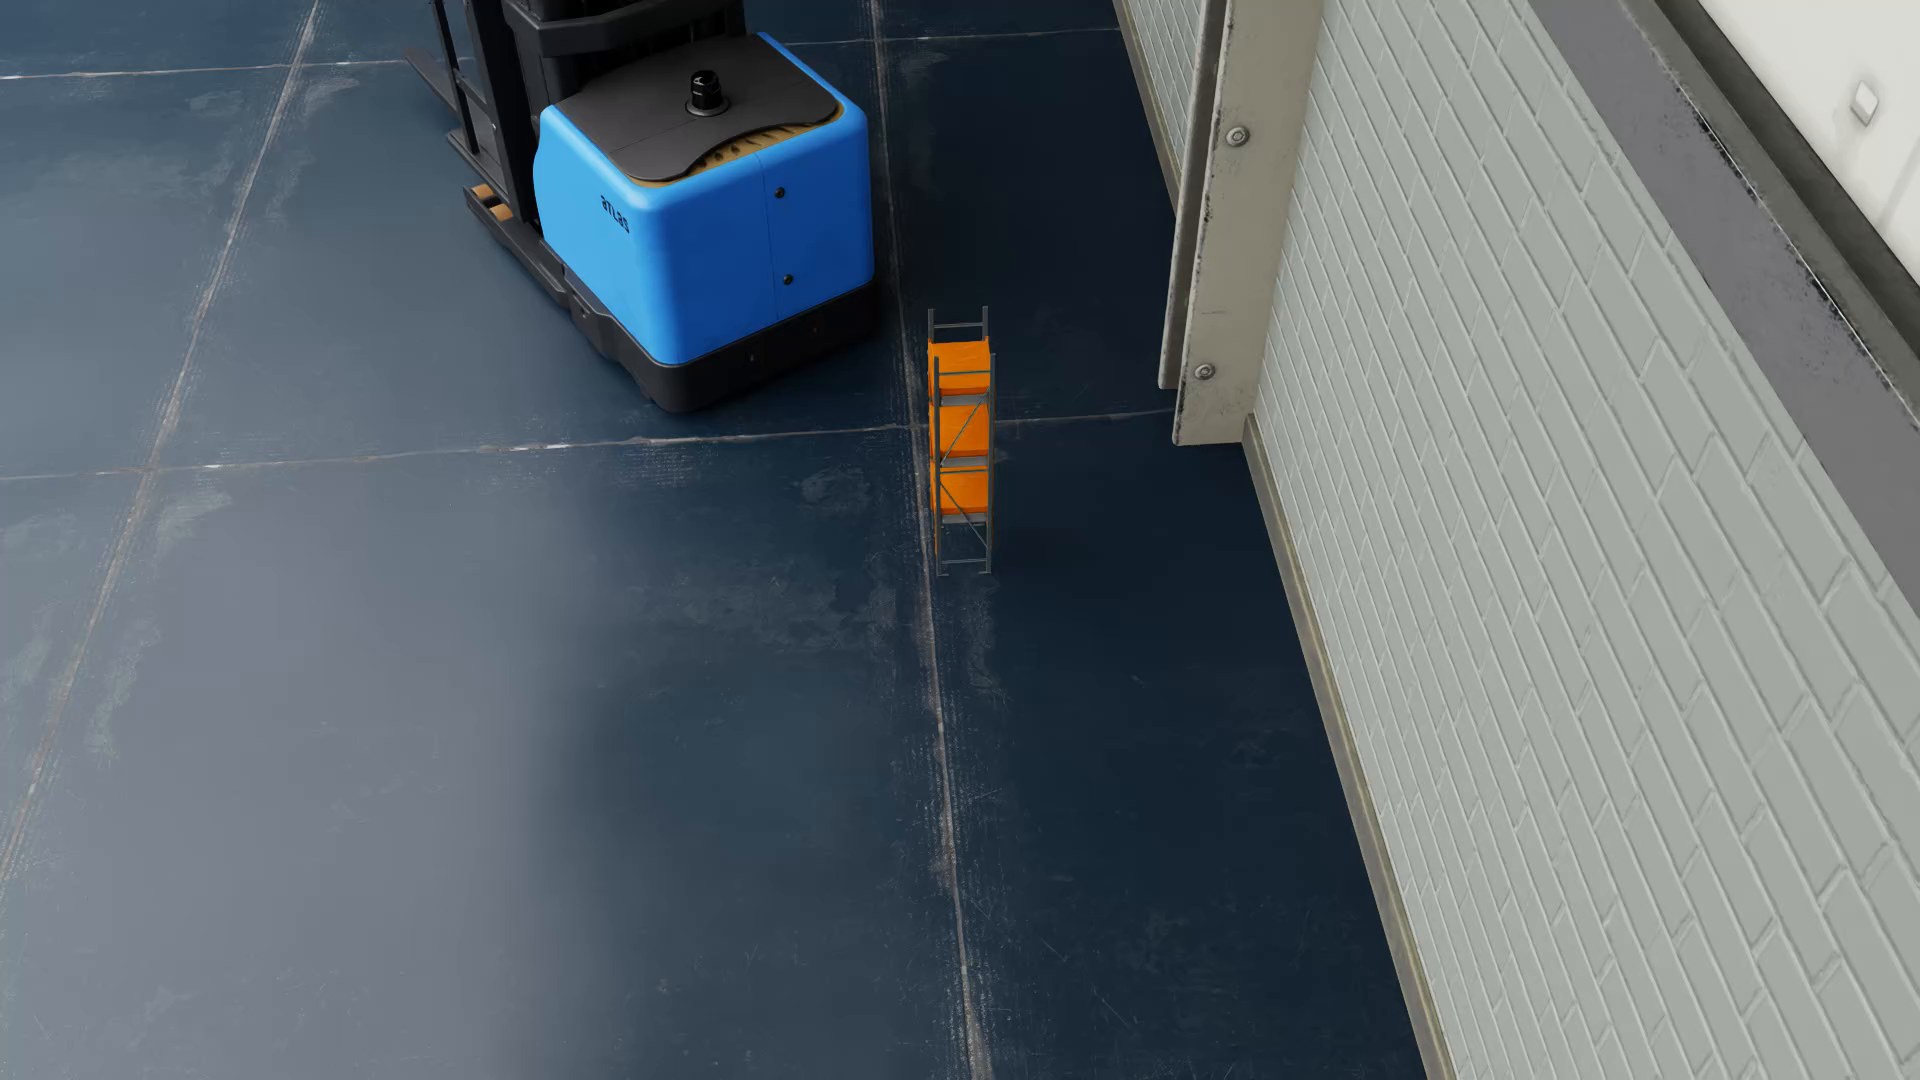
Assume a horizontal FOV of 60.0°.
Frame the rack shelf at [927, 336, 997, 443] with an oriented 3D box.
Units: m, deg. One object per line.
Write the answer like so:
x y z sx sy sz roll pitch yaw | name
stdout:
0.004 -0.510 5.634 0.215 0.259 0.240 -3 47 -3 | rack shelf

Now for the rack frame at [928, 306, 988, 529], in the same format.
-0.006 -0.411 5.916 0.200 1.050 0.008 -3 47 -3 | rack frame

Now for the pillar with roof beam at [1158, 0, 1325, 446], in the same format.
-3.302 -3.361 3.235 9.100 9.000 0.400 -3 47 -3 | pillar with roof beam

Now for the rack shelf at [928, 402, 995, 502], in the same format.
0.004 -0.315 5.840 0.215 0.259 0.240 -3 47 -3 | rack shelf

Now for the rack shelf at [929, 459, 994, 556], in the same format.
0.004 -0.124 6.042 0.215 0.259 0.240 -3 47 -3 | rack shelf

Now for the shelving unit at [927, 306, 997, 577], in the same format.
0.004 -0.322 5.832 0.215 1.050 0.252 -3 47 -3 | shelving unit

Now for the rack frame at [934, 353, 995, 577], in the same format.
0.015 -0.234 5.749 0.200 1.050 0.008 -3 47 -3 | rack frame

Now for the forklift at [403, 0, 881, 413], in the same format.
-1.608 -2.547 6.643 1.130 2.935 3.031 -28 53 -24 | forklift
